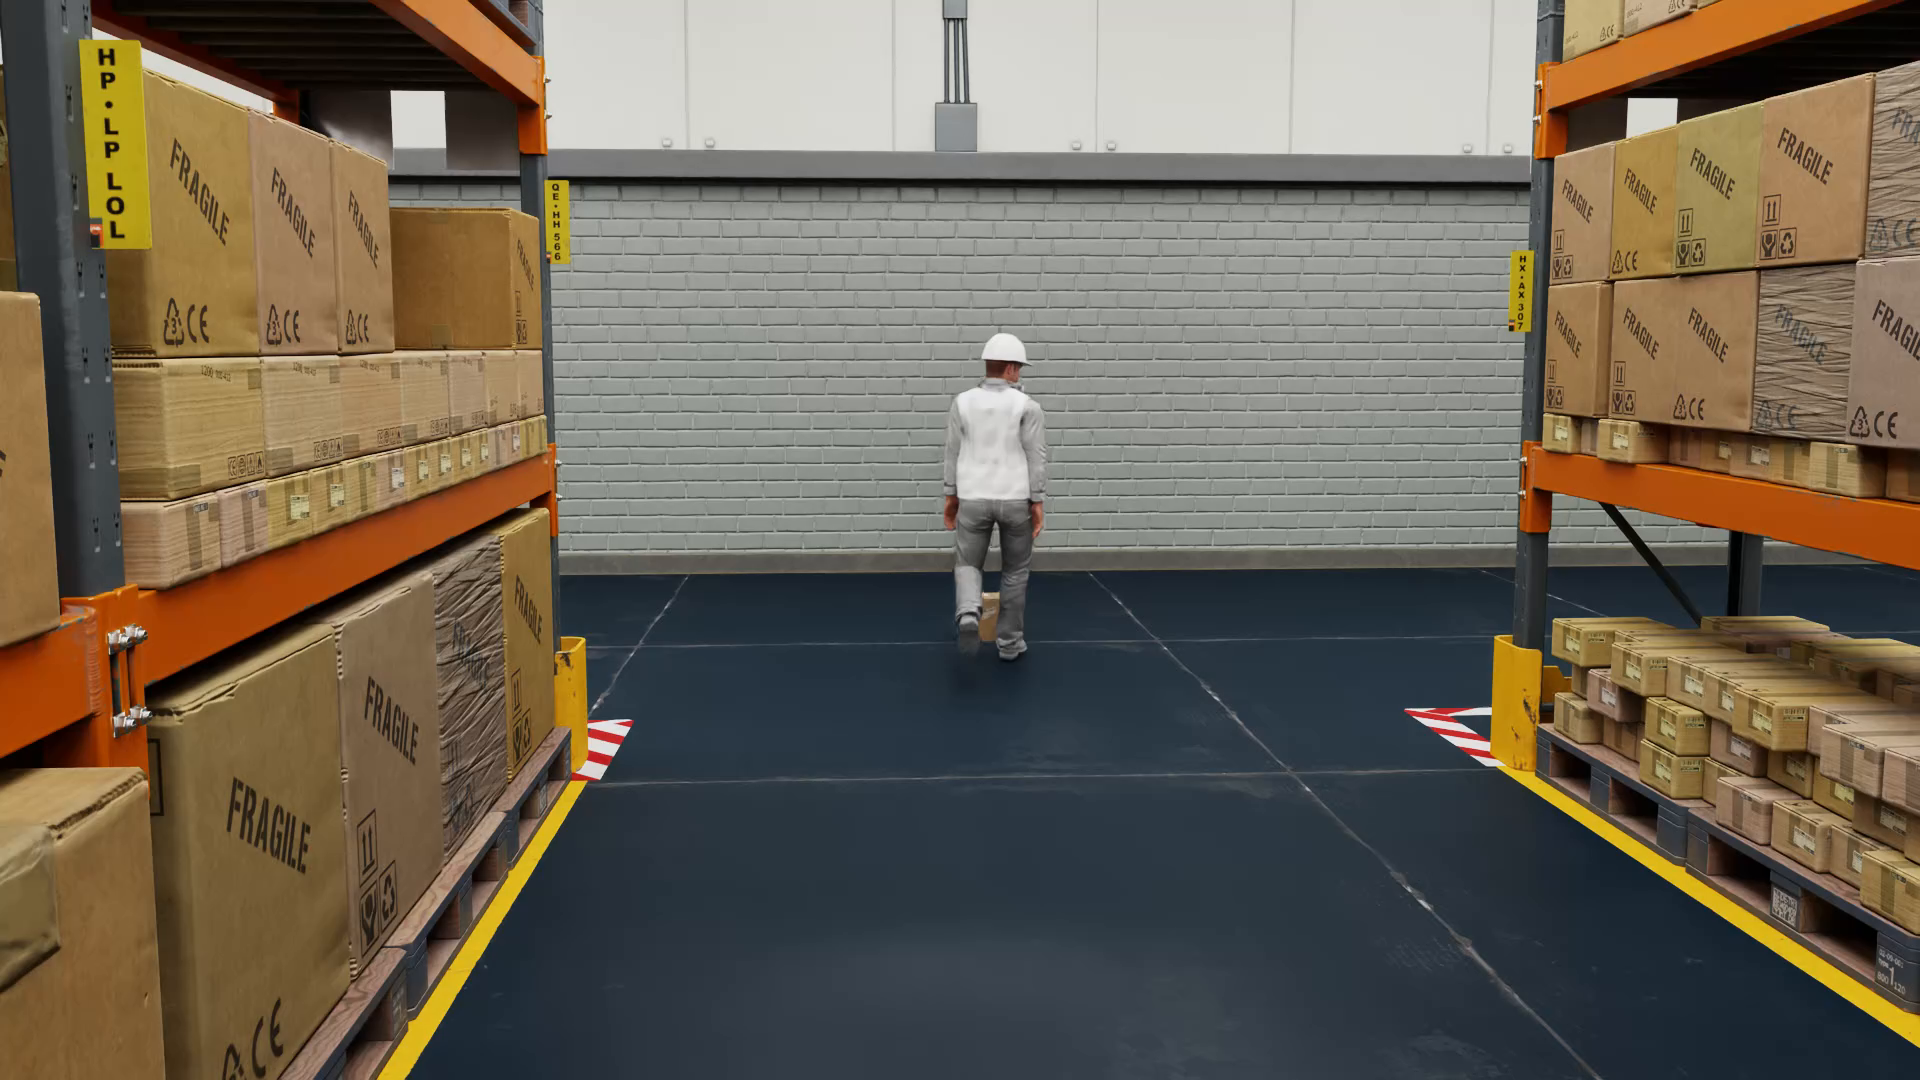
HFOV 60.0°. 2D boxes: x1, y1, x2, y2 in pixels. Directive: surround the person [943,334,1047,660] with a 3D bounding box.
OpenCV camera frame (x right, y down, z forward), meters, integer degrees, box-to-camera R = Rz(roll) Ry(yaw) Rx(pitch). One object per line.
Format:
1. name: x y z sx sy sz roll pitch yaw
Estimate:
1. person: 0.187 -0.211 8.855 0.568 1.759 0.761 1 7 12
